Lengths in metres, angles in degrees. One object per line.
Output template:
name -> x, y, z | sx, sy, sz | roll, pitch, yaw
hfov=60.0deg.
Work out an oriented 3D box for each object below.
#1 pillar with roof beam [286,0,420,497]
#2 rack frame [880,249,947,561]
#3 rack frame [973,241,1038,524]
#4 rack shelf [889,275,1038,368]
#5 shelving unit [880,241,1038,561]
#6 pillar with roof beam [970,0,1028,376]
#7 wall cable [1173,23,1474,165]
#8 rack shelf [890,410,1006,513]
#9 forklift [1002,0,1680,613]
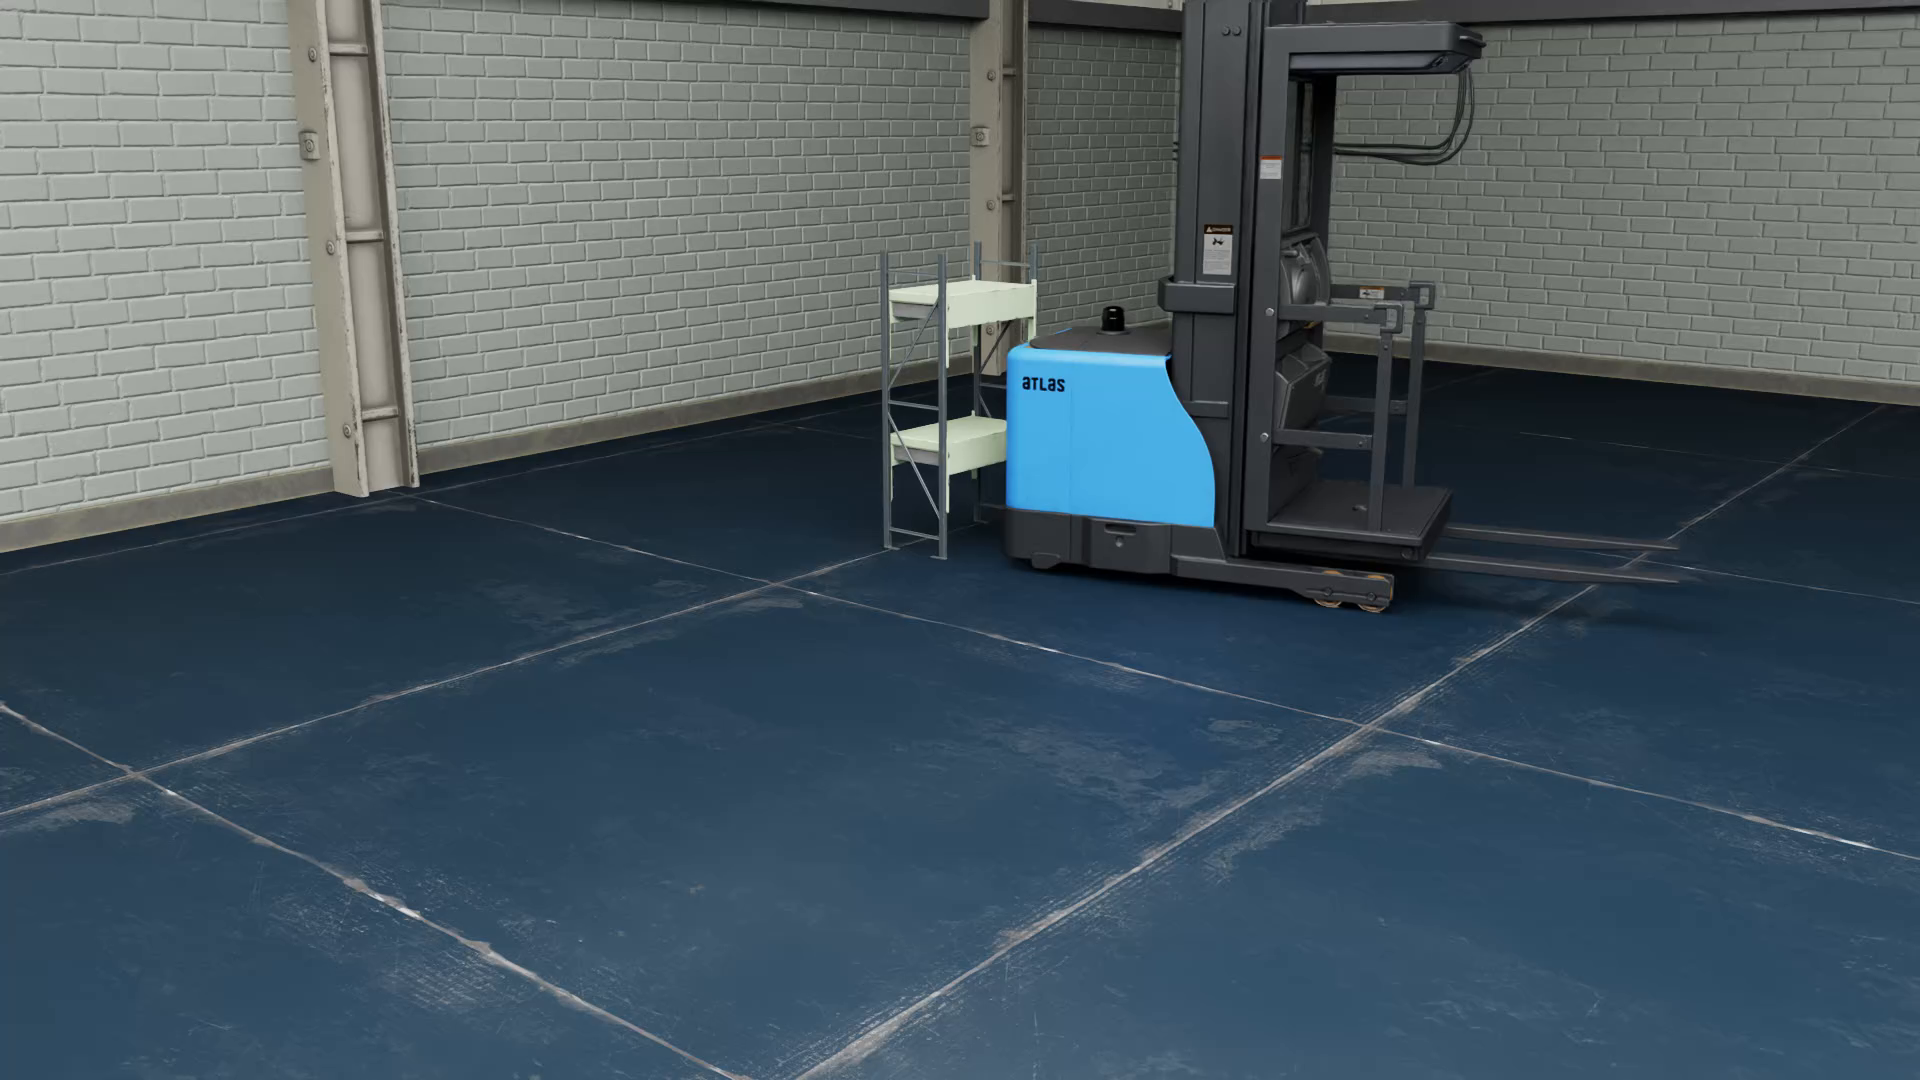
pillar with roof beam -> -0.101, -4.002, 6.099 | 9.100, 9.000, 0.400 | 11, 18, 38
rack frame -> -0.226, -0.658, 8.167 | 0.400, 1.500, 0.023 | 11, 18, 38
rack frame -> 0.234, -0.798, 8.719 | 0.400, 1.500, 0.023 | 11, 18, 38
rack shelf -> 0.004, -1.106, 8.347 | 0.431, 0.370, 0.720 | 11, 18, 38
shelving unit -> 0.004, -0.728, 8.443 | 0.431, 1.500, 0.755 | 11, 18, 38
pillar with roof beam -> 3.670, -5.151, 10.622 | 9.100, 9.000, 0.400 | 11, 18, 38
wall cable -> 3.202, -4.672, 15.042 | 3.097, 2.526, 0.112 | 11, 18, 38
rack shelf -> 0.004, -0.412, 8.524 | 0.431, 0.370, 0.720 | 11, 18, 38
forklift -> 1.772, -1.248, 7.583 | 3.031, 2.935, 1.130 | 6, 15, 22
